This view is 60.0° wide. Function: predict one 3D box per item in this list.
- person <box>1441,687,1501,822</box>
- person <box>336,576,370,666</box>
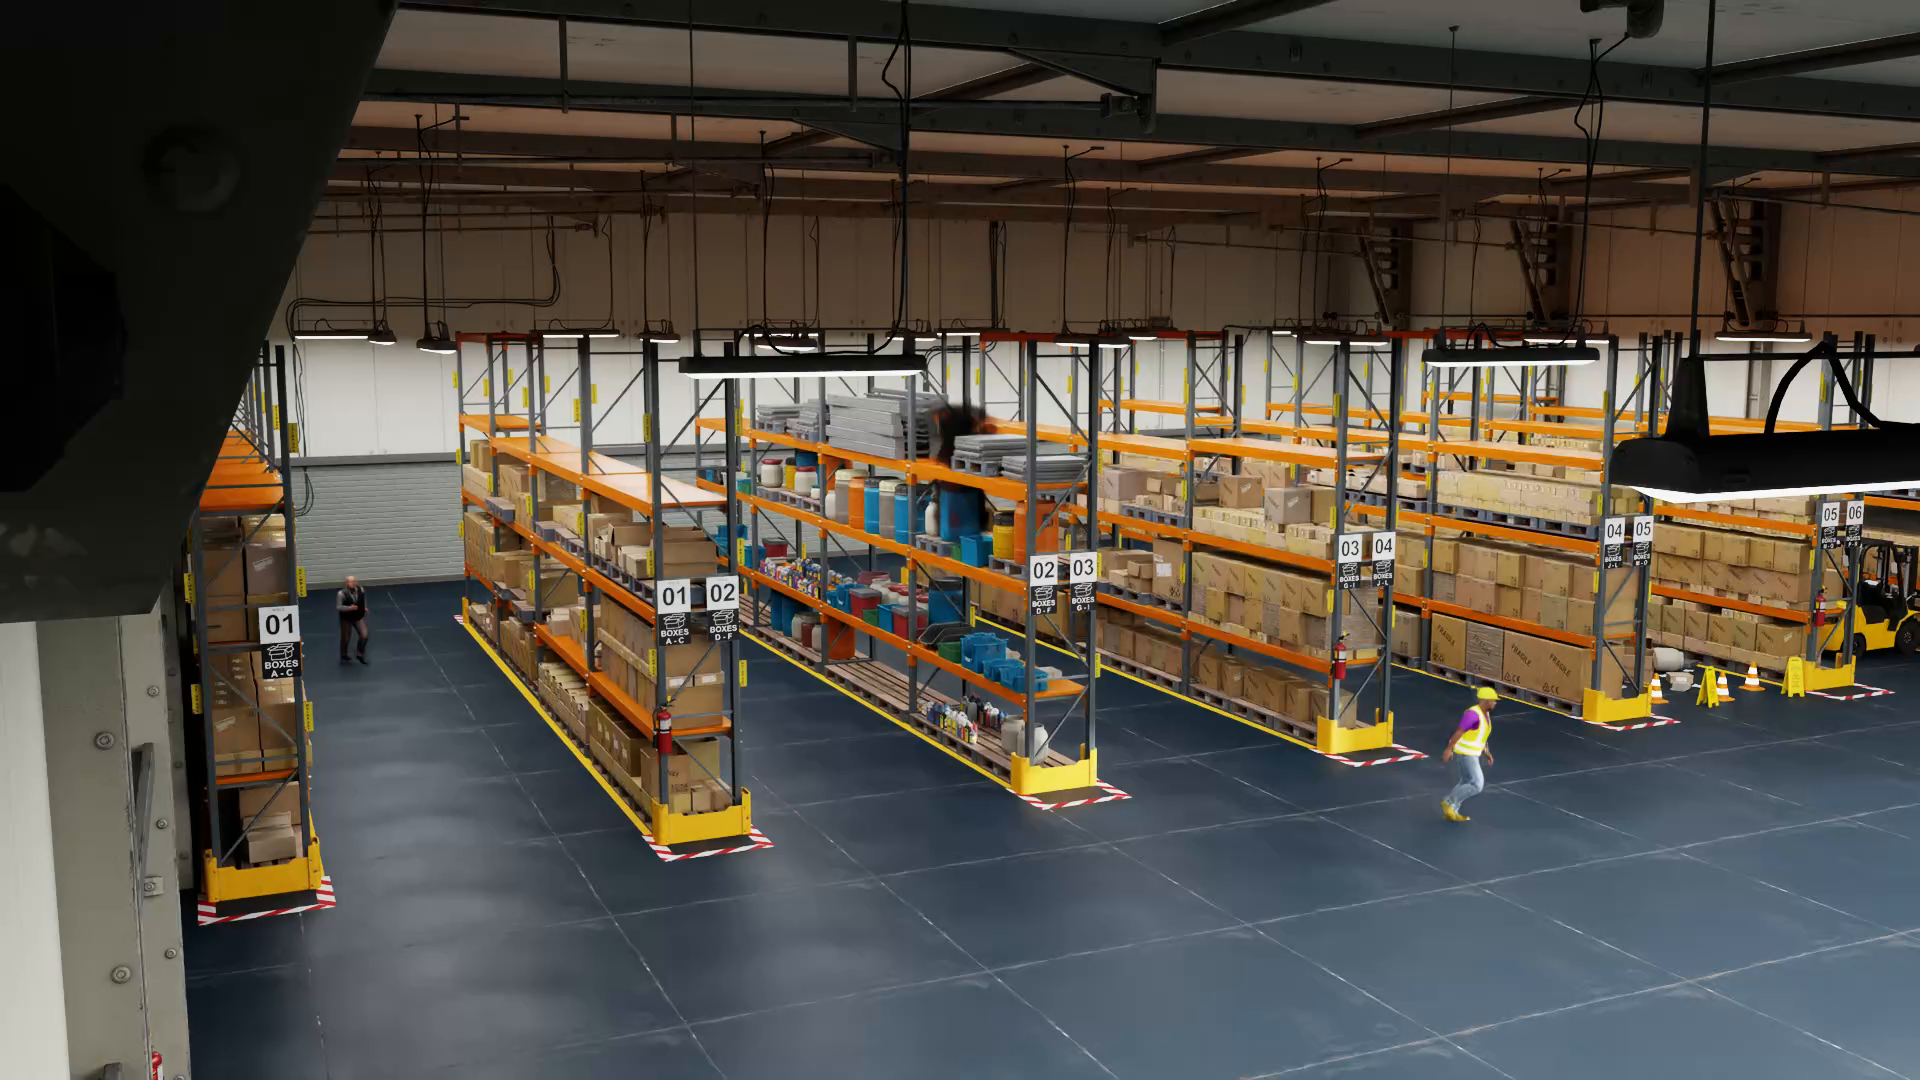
[{"bbox_3d":[6.399,2.689,20.828,0.622,1.712,0.697,4,9,29],"label":"person"},{"bbox_3d":[-11.029,1.452,30.186,0.663,1.672,0.961,-6,10,-39],"label":"person"}]
